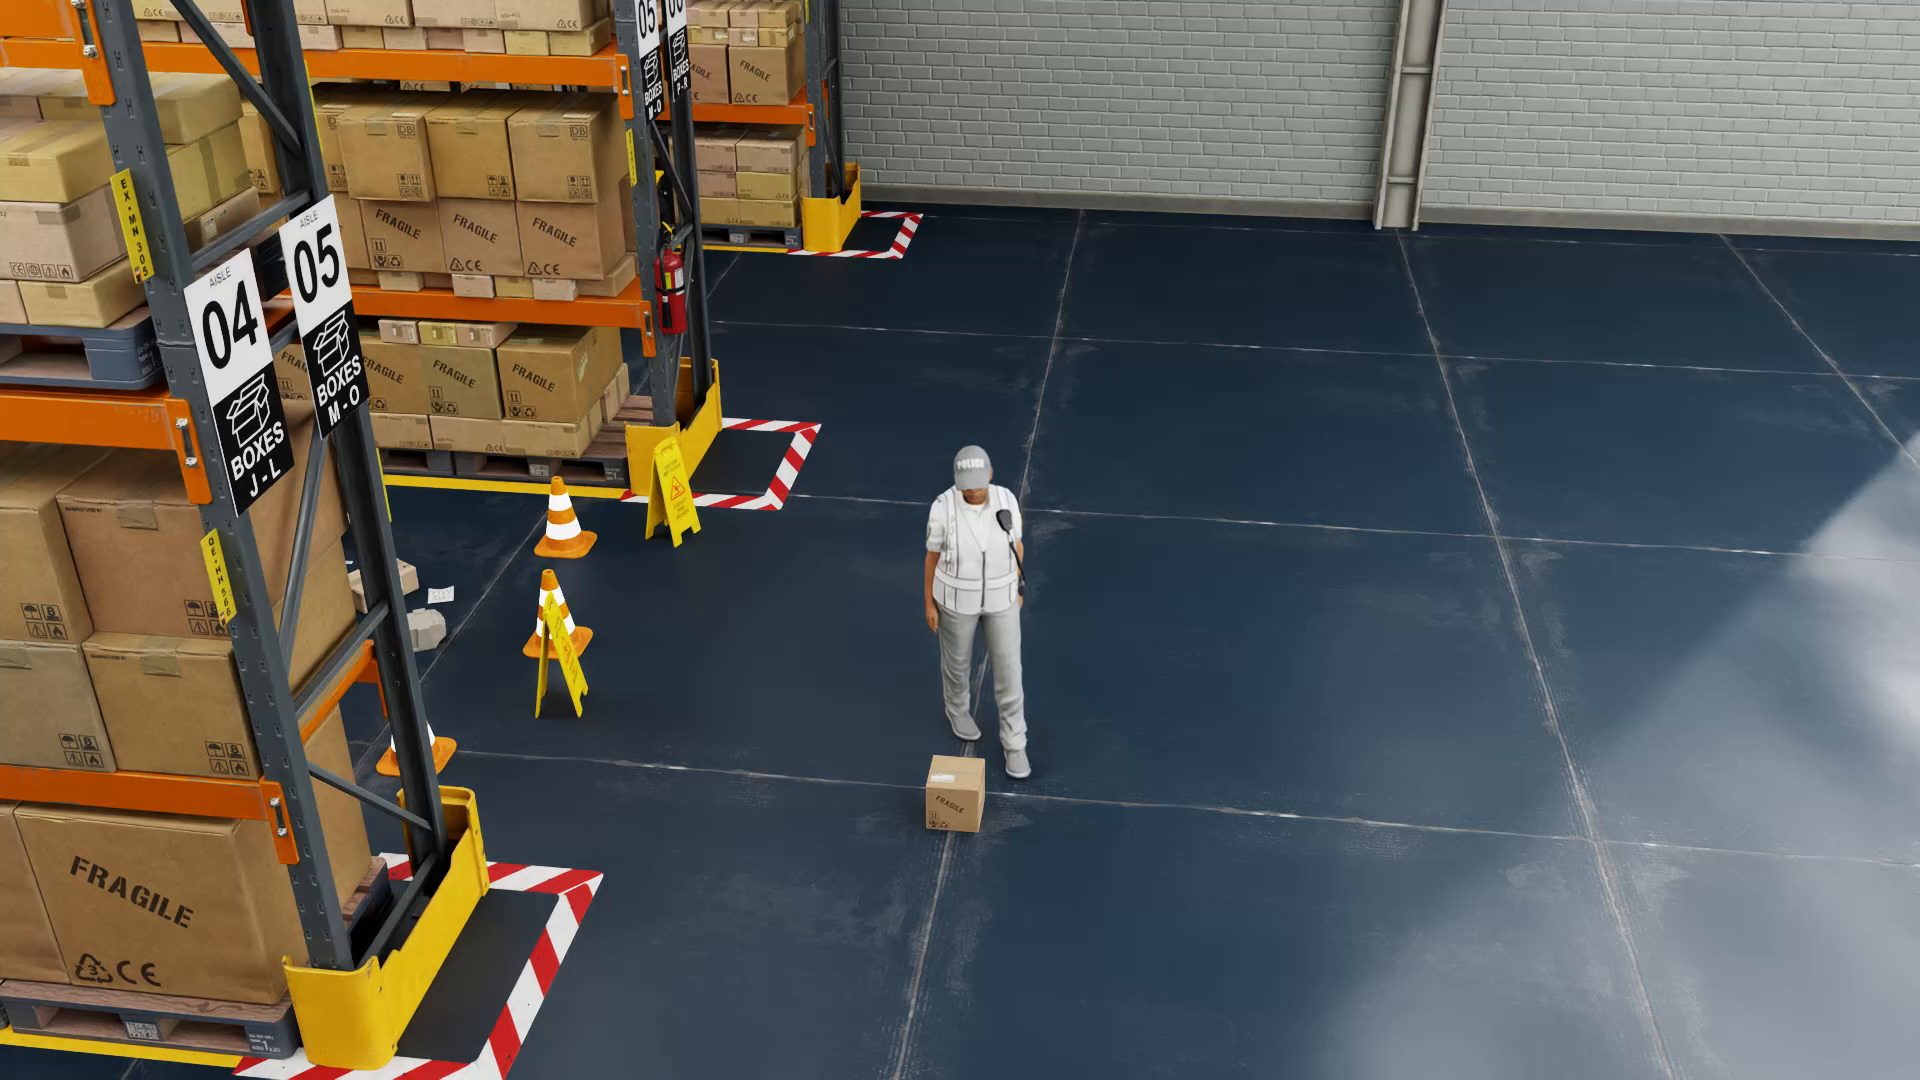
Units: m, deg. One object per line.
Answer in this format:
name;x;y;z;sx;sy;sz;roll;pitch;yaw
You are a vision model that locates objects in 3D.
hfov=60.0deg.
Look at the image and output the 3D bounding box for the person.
person;0.090;0.332;8.005;0.493;1.650;0.704;-4;29;-8
